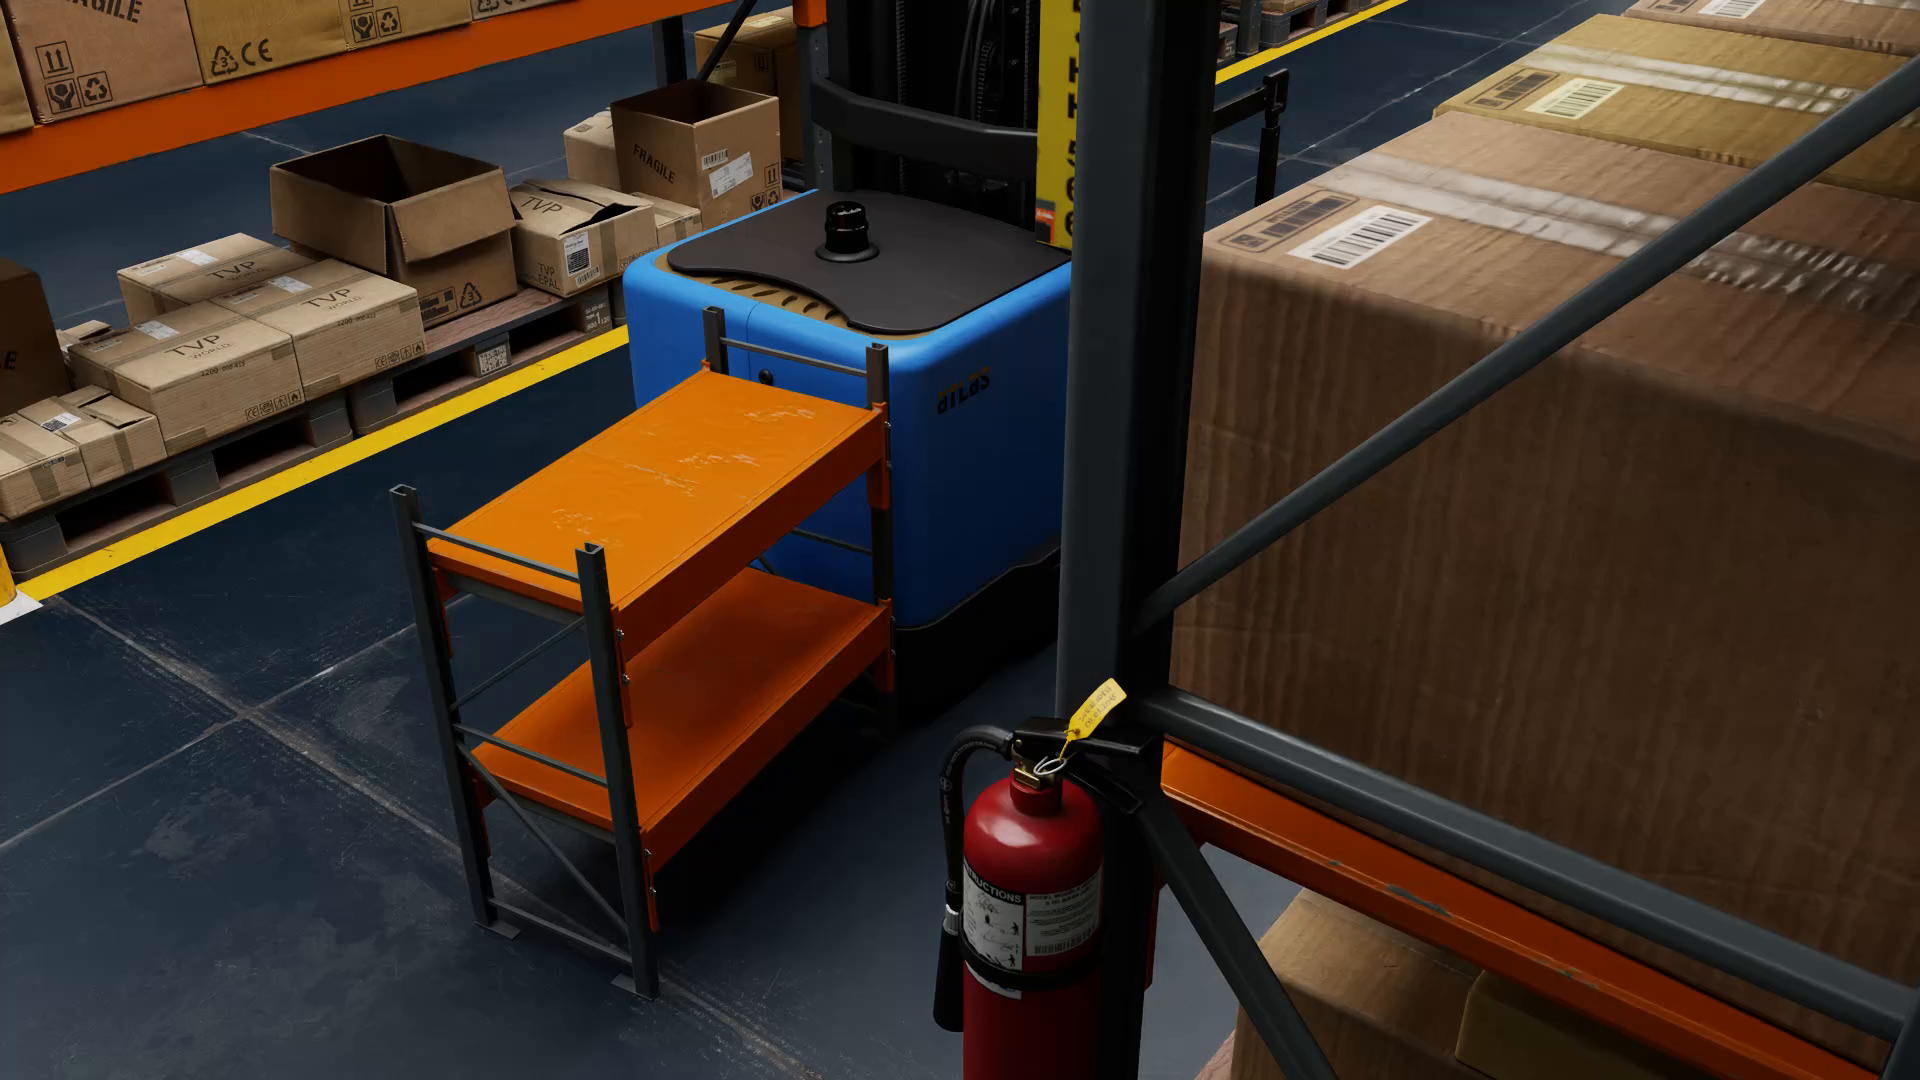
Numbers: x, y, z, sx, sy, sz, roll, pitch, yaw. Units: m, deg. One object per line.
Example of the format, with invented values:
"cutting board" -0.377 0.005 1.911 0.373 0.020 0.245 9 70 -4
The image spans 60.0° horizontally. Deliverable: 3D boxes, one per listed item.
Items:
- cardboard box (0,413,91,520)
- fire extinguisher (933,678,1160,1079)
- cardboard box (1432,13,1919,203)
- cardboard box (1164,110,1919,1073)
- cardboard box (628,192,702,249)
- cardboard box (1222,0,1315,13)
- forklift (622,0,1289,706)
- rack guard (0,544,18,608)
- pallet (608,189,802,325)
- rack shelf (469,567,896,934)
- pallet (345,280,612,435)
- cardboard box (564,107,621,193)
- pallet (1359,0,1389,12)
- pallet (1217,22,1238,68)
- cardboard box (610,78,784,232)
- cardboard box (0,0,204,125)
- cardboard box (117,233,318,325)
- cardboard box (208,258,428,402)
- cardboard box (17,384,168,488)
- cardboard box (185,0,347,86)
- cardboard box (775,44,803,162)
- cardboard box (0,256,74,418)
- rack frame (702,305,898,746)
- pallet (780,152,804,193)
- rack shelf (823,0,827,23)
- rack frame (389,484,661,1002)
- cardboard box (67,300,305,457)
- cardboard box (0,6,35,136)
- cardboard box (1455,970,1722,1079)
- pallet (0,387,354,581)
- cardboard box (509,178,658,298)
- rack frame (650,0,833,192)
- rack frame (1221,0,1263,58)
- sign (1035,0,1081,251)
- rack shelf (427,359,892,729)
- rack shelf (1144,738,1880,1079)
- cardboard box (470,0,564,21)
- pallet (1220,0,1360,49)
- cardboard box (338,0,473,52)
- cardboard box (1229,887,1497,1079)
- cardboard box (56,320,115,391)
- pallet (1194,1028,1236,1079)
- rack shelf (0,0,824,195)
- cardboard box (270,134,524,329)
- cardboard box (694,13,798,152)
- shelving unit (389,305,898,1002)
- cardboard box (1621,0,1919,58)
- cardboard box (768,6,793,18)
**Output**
"cardboard box" -2.878 -0.228 5.058 0.380 0.149 0.250 21 37 31
"fire extinguisher" 0.088 0.435 2.015 0.296 0.674 0.183 21 37 31
"cardboard box" 1.277 -0.316 2.548 0.980 0.700 0.700 21 36 31
"cardboard box" 0.847 -0.017 2.043 0.980 0.700 0.700 23 38 33
"cardboard box" -1.286 -1.300 6.866 0.380 0.149 0.250 21 37 31
"cardboard box" 1.975 -3.573 10.622 0.500 0.250 0.500 21 37 31
"forklift" 0.382 -1.516 4.934 1.130 2.935 3.031 21 37 31
"rack guard" -3.359 -0.156 5.024 1.175 0.500 0.348 21 37 31
"pallet" -1.405 -1.348 7.318 1.003 0.211 1.213 21 37 31
"rack shelf" -0.632 0.425 3.910 0.538 0.278 1.000 15 34 24
"pallet" -2.141 -0.850 6.478 1.003 0.211 1.213 21 37 31
"cardboard box" -1.416 -1.755 7.475 0.500 0.311 0.500 21 37 31
"pallet" 2.689 -4.069 11.909 1.003 0.211 1.213 21 37 31
"pallet" 0.944 -2.961 10.040 1.003 0.211 1.213 21 37 31
"cardboard box" -1.108 -1.622 7.065 0.500 0.500 0.500 21 37 31
"cardboard box" -2.619 -1.554 4.833 0.500 0.500 0.500 21 36 31
"cardboard box" -2.675 -0.881 6.060 0.500 0.250 0.500 21 37 31
"cardboard box" -2.247 -0.747 5.835 0.500 0.250 0.500 21 37 31
"cardboard box" -2.727 -0.337 5.225 0.380 0.166 0.250 21 37 31
"cardboard box" -2.314 -1.758 5.175 0.500 0.500 0.500 21 37 31
"cardboard box" -0.504 -2.062 7.808 0.500 0.500 0.500 19 36 29
"cardboard box" -3.273 -0.612 5.360 0.500 0.500 0.500 21 37 31
"rack frame" -0.390 -0.013 4.169 0.500 1.125 0.032 15 34 24
"pallet" -0.529 -1.969 8.366 1.003 0.211 1.213 21 37 31
"rack shelf" 0.217 -3.330 8.633 1.077 0.370 4.000 21 37 31
"rack frame" -0.874 0.442 3.400 0.500 1.125 0.032 15 34 24
"cardboard box" -2.548 -0.544 5.492 0.500 0.250 0.500 21 37 31
"cardboard box" -2.927 -1.343 4.476 0.500 0.500 0.500 22 37 32
"cardboard box" 0.974 0.735 2.472 0.380 0.149 0.250 21 37 32
"pallet" -2.878 -0.356 5.645 1.003 0.211 1.213 21 37 31
"cardboard box" -1.561 -1.236 6.598 0.500 0.311 0.500 21 37 31
"rack frame" -0.990 -2.827 7.078 1.000 3.000 0.127 21 37 31
"rack frame" 1.424 -4.453 9.821 1.000 3.000 0.127 21 37 31
"sign" 0.123 -0.451 1.700 0.100 0.325 0.005 21 37 31
"rack shelf" -0.632 -0.037 3.636 0.538 0.278 1.000 15 34 24
"rack shelf" 1.754 -0.181 3.319 1.077 0.370 4.000 21 37 31
"cardboard box" -1.706 -2.168 5.868 0.500 0.500 0.500 22 37 32
"pallet" 1.952 -3.576 11.076 1.003 0.211 1.213 21 37 31
"cardboard box" -2.011 -1.960 5.517 0.500 0.500 0.500 22 37 32
"cardboard box" 0.890 0.902 2.827 0.700 0.500 0.500 21 37 31
"cardboard box" -2.957 -0.605 5.676 0.380 0.166 0.250 21 37 31
"pallet" 0.967 1.173 3.064 1.003 0.211 1.213 21 37 31
"rack shelf" -2.197 -1.704 5.889 1.077 0.370 4.000 21 37 31
"cardboard box" -2.120 -1.177 6.311 0.797 0.503 0.637 21 37 31
"cardboard box" -0.921 -2.229 8.090 0.500 0.500 0.500 21 37 31
"shelving unit" -0.632 0.214 3.785 0.538 1.125 1.048 15 34 24
"cardboard box" 1.745 -0.624 3.066 0.980 0.700 0.700 19 36 29
"cardboard box" -0.616 -2.428 8.425 0.500 0.500 0.500 21 37 31
